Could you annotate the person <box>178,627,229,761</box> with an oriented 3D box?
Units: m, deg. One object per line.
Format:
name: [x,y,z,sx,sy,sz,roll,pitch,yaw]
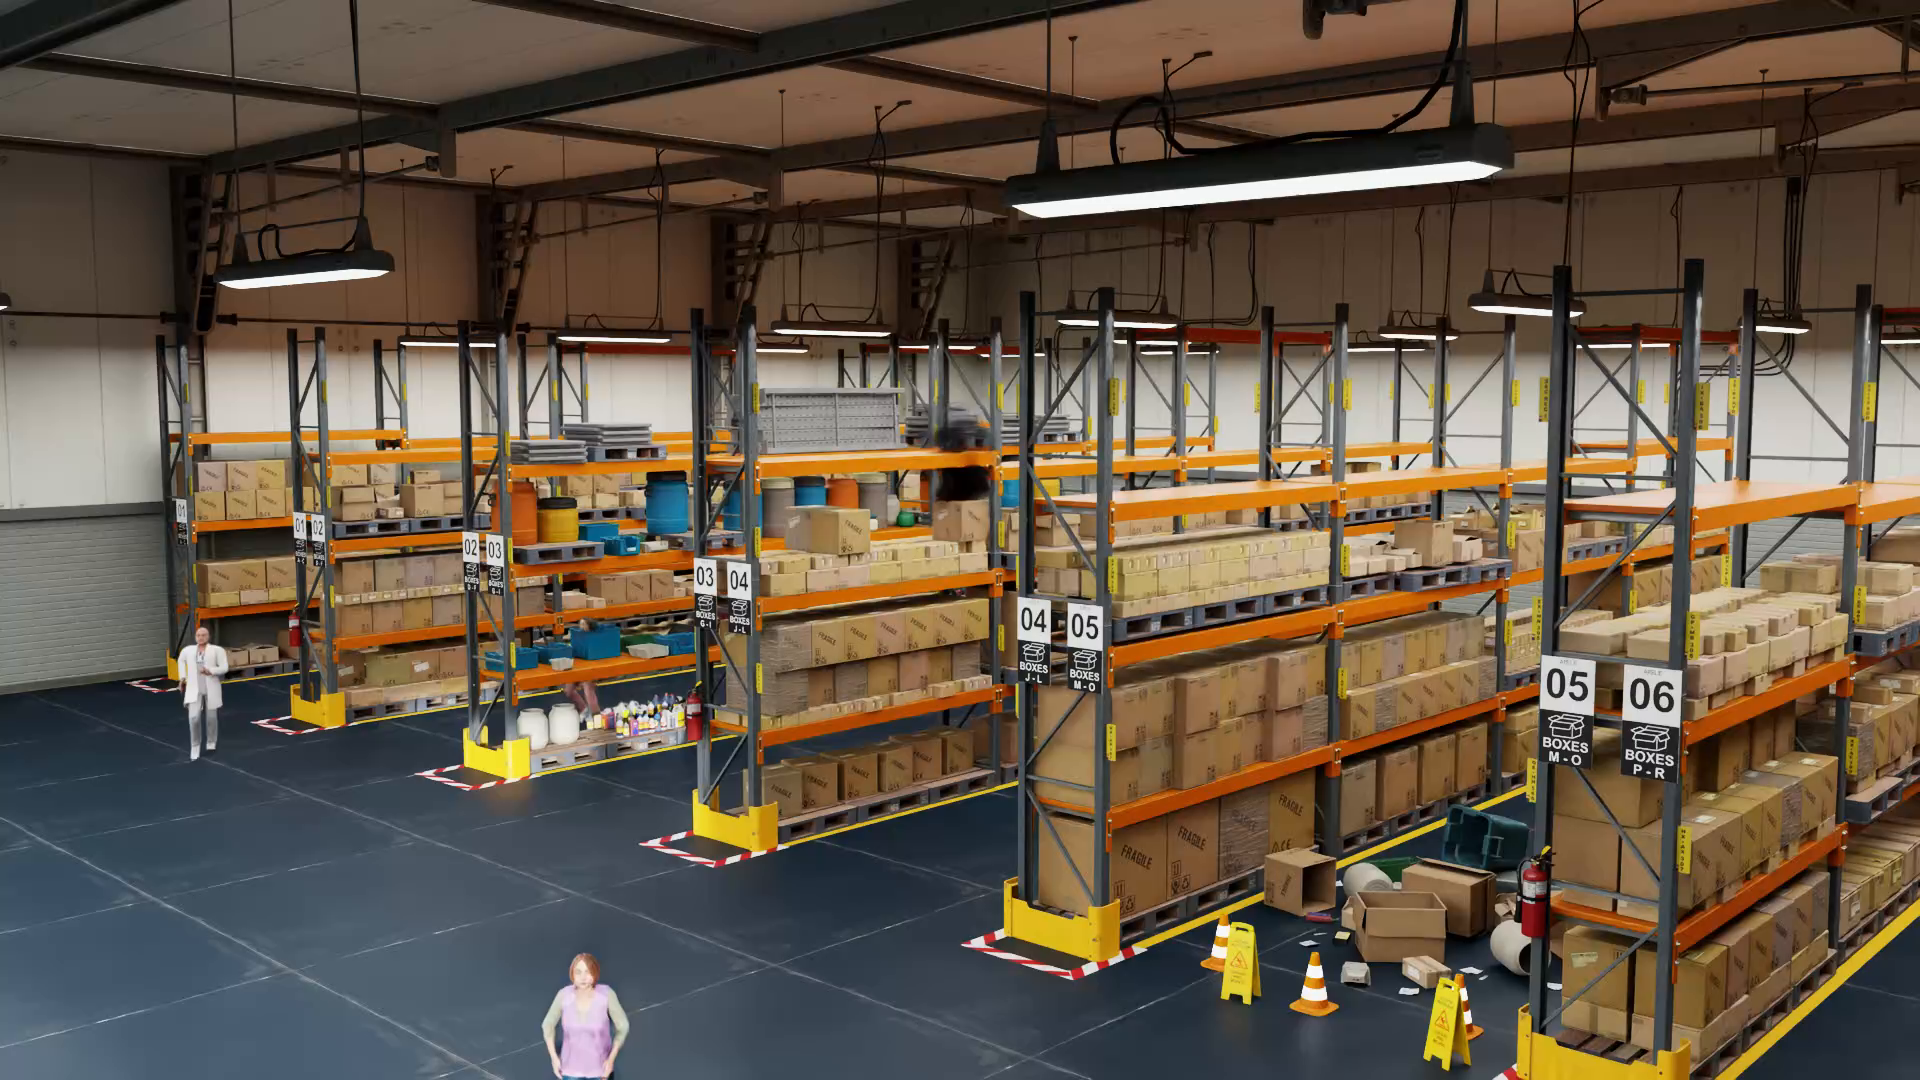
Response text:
person: [-10.487,2.116,23.058,0.669,1.818,0.810,-2,6,-19]

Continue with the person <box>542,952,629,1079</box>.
person: [-2.401,3.393,10.677,0.552,1.577,0.611,-1,5,-8]

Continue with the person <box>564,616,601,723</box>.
person: [-5.691,1.970,25.137,0.554,1.642,0.645,3,6,28]
